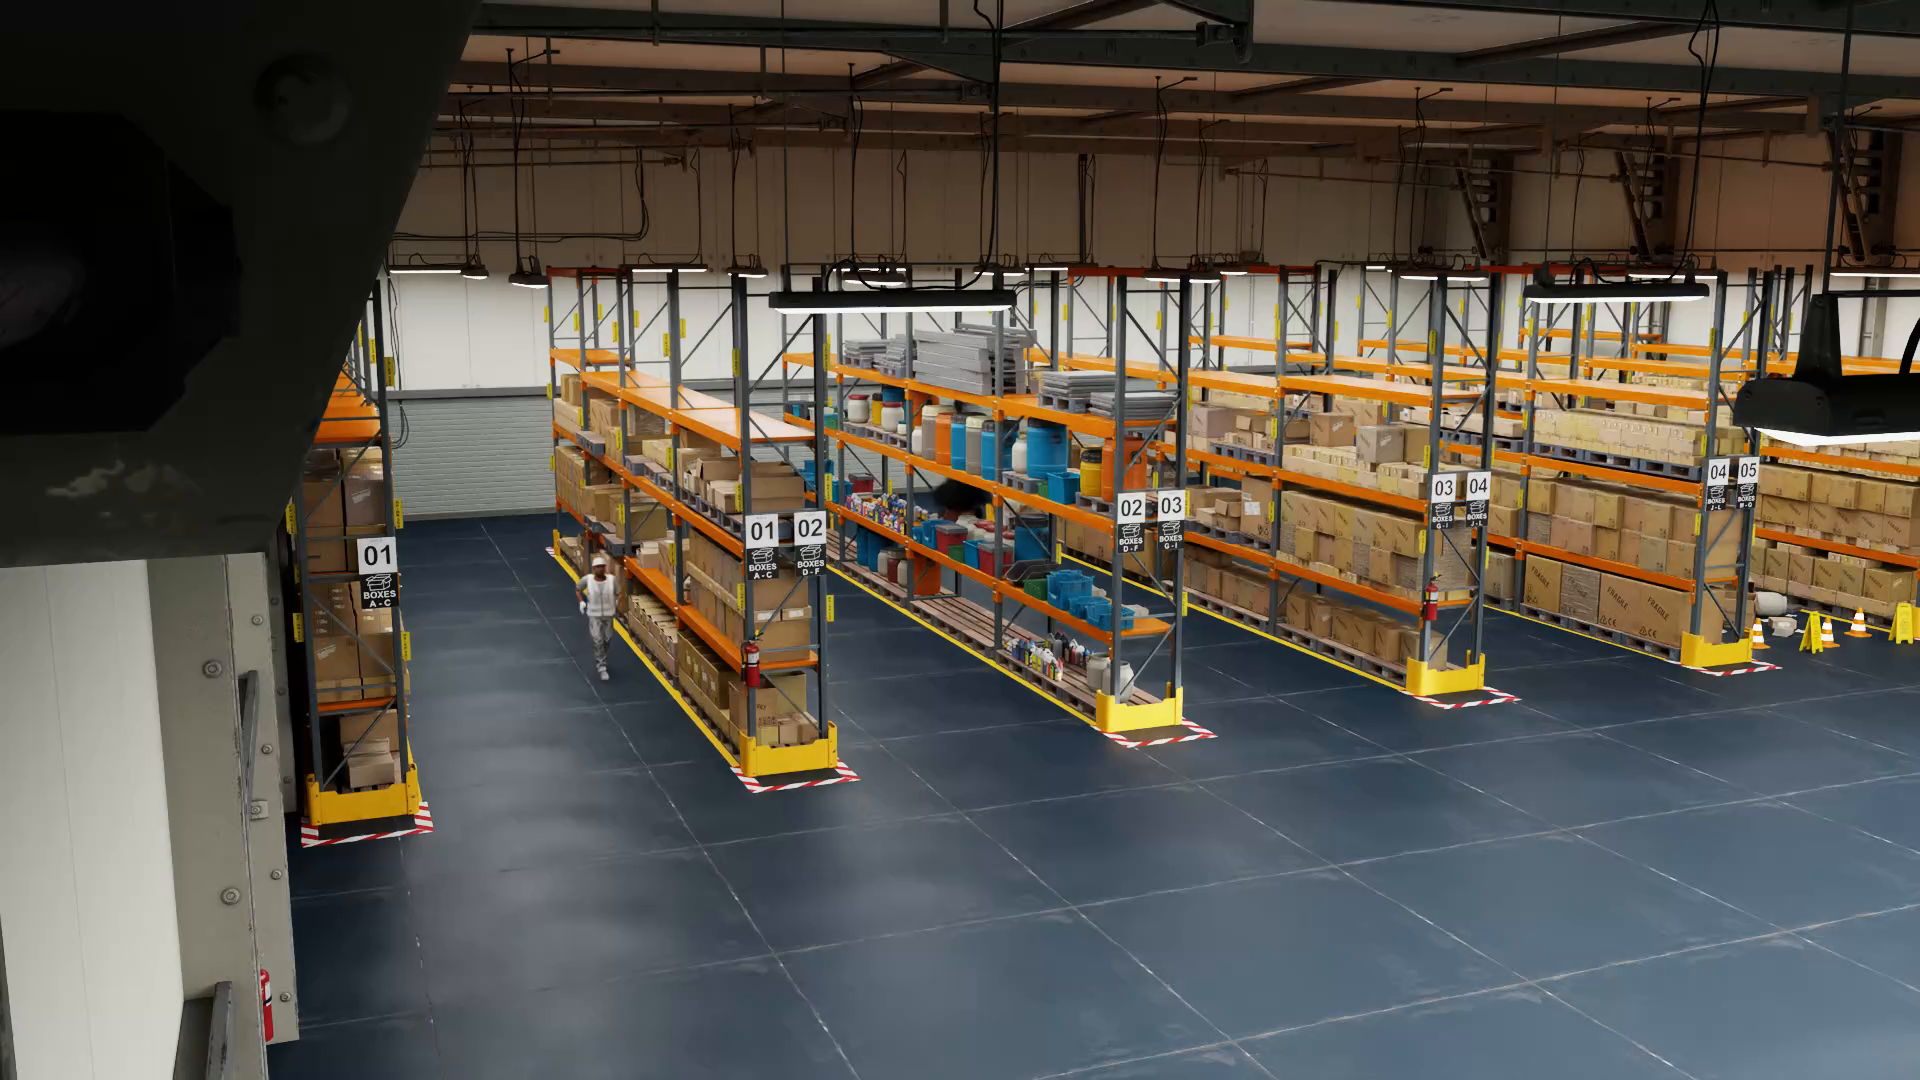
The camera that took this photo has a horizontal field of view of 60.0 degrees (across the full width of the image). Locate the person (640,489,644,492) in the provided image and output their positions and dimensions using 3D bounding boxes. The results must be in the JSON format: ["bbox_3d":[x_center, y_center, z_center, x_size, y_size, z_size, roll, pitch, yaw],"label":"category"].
[{"bbox_3d":[-7.041,-0.762,36.117,0.897,1.764,0.665,6,12,30],"label":"person"}]

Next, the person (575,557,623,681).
[{"bbox_3d":[-5.388,1.138,24.946,0.683,1.790,0.985,-4,11,-22],"label":"person"}]

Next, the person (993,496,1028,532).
[{"bbox_3d":[1.033,-0.492,34.997,0.710,1.592,1.133,-2,10,-14],"label":"person"}]
